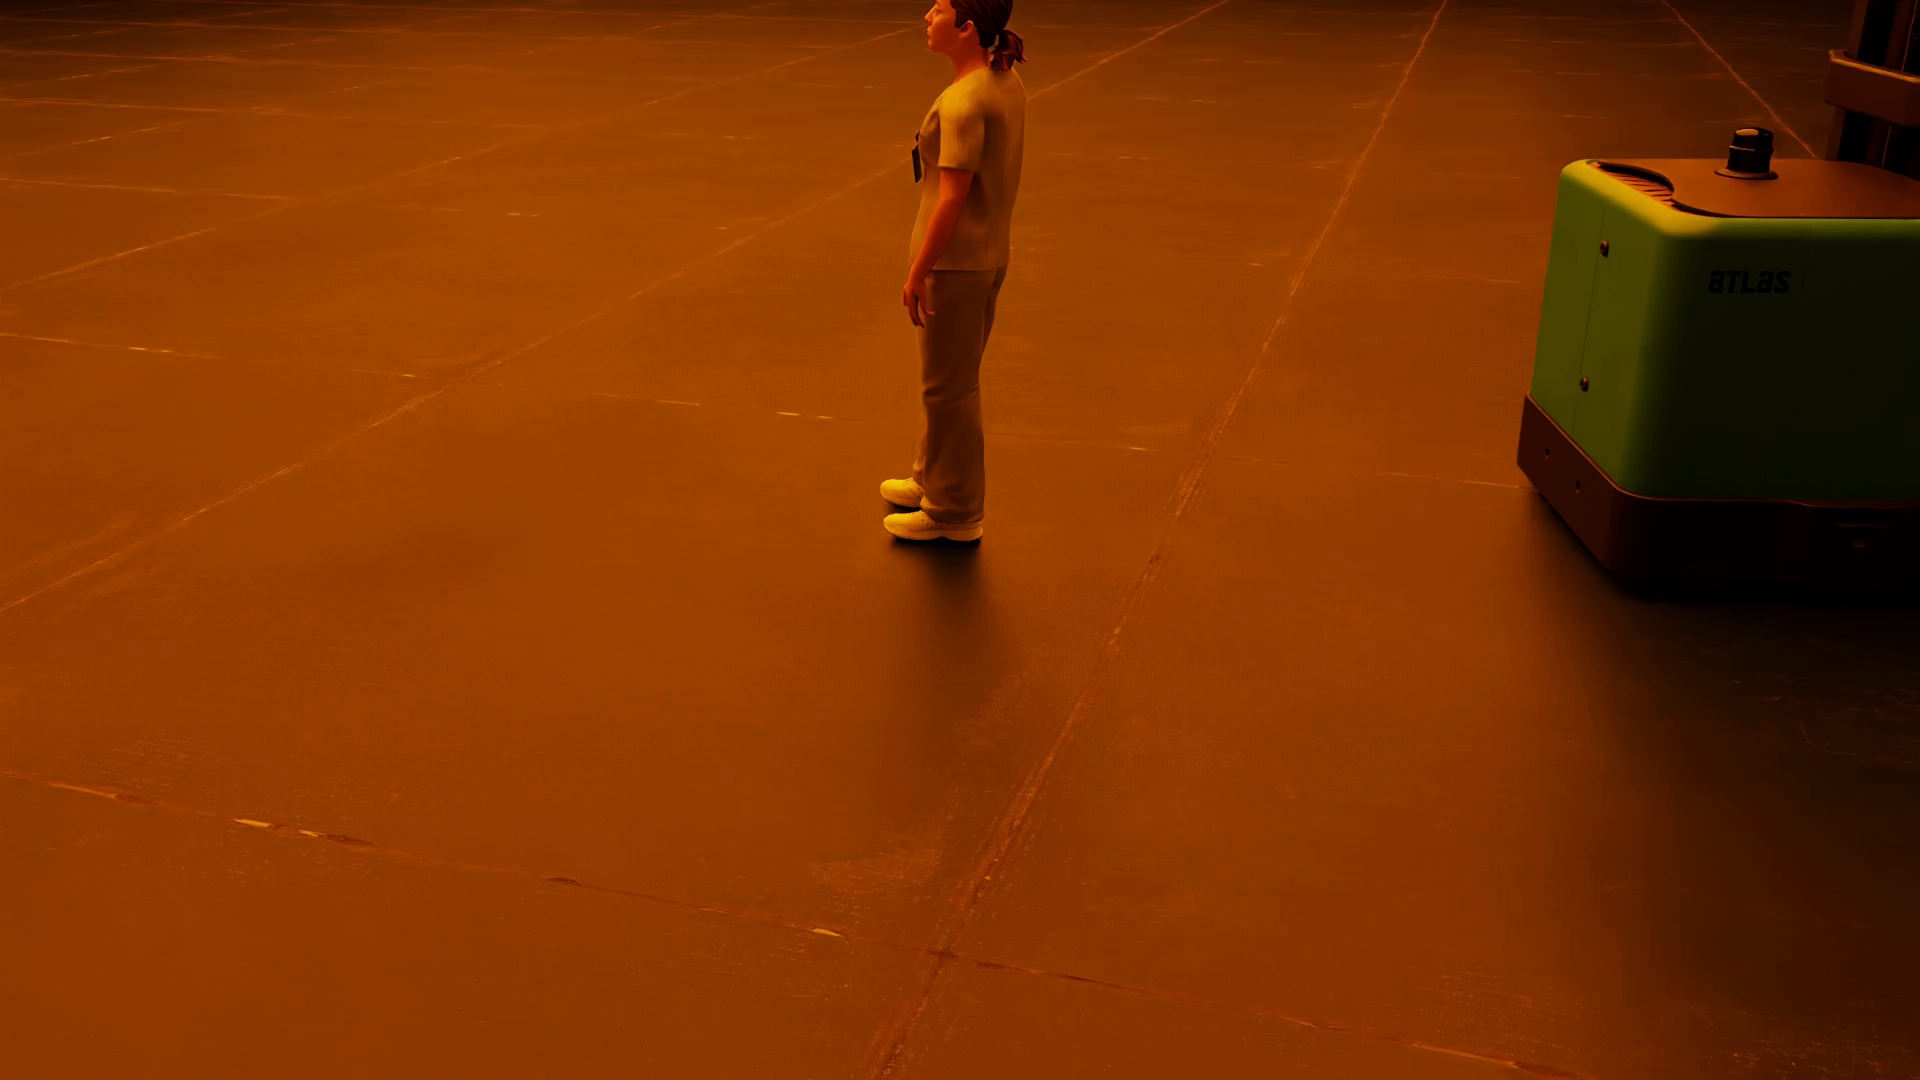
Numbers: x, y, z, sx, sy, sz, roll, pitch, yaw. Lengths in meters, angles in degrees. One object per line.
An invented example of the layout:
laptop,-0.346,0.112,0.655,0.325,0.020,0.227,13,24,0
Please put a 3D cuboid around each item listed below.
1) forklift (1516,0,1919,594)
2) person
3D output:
forklift,3.361,-1.365,4.585,3.031,2.935,1.130,0,22,1
person,-0.073,-0.796,4.832,0.533,1.675,0.549,7,23,16
